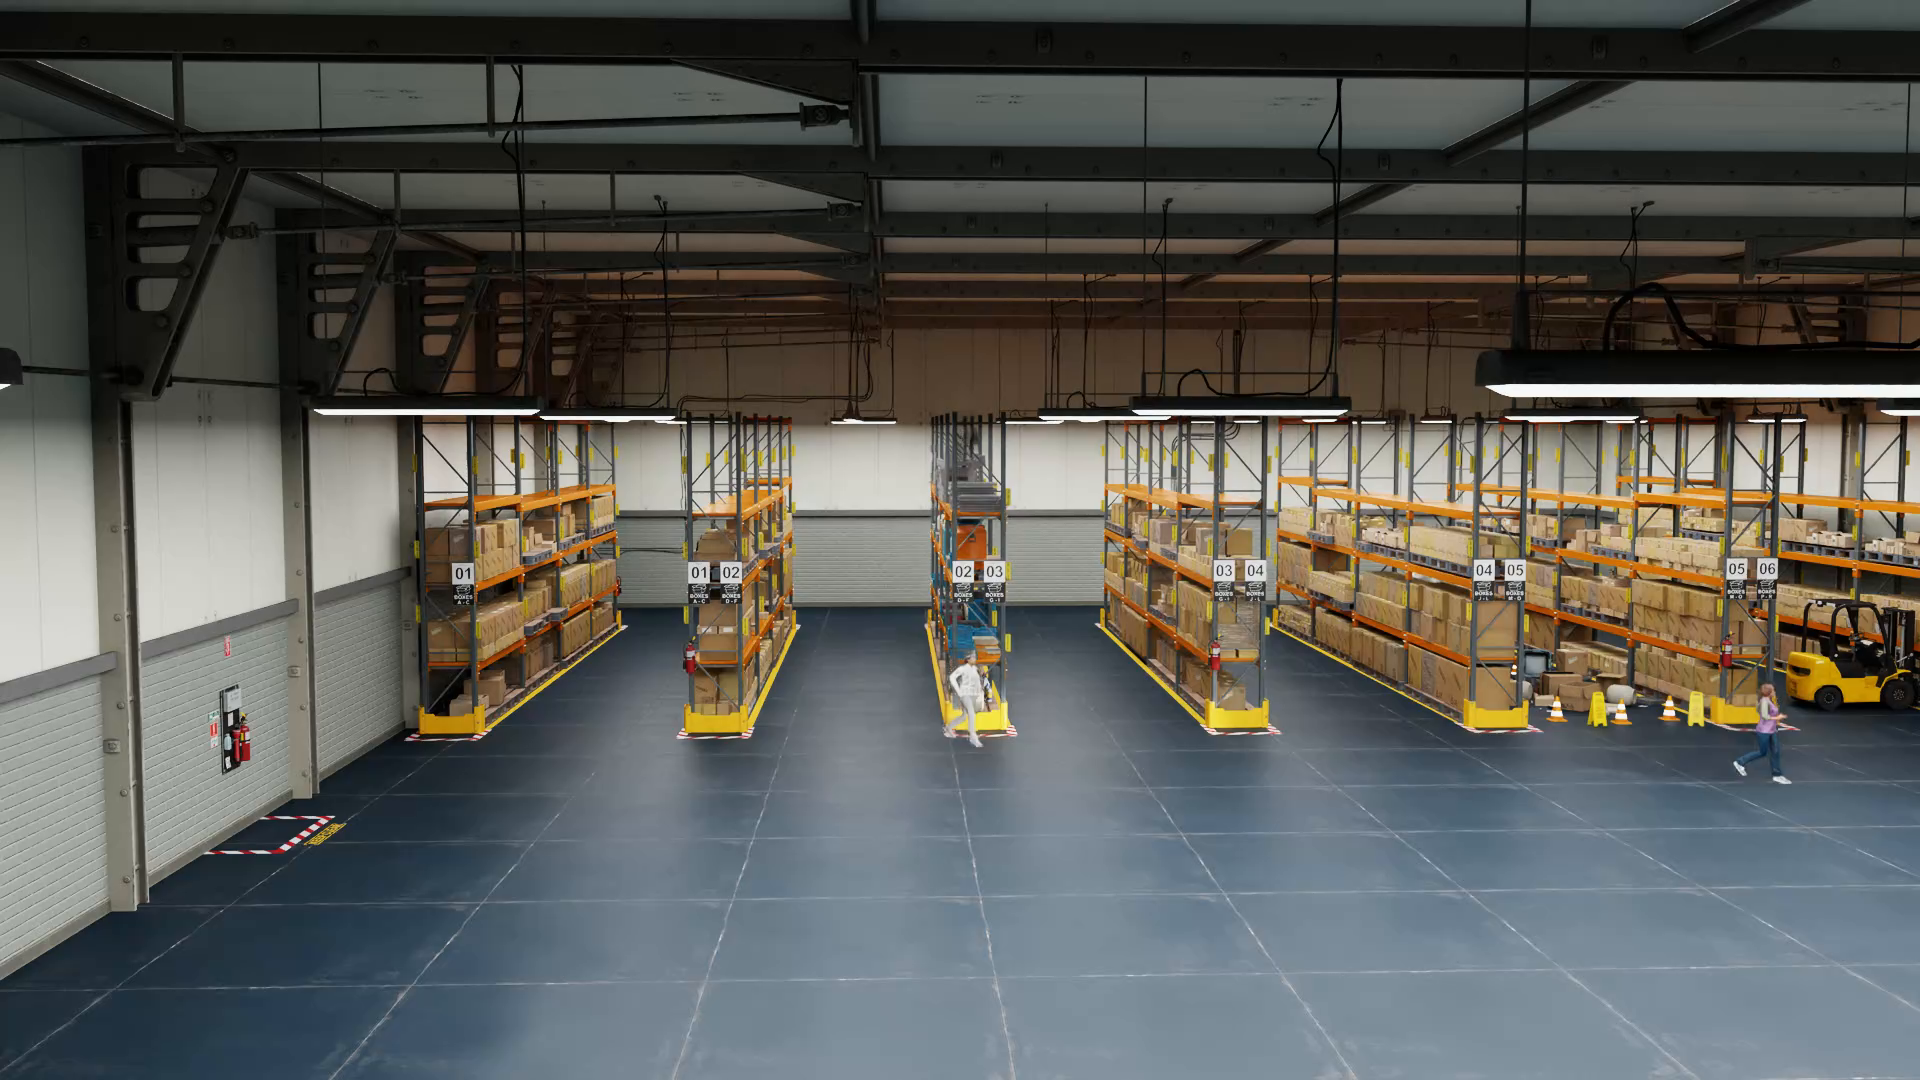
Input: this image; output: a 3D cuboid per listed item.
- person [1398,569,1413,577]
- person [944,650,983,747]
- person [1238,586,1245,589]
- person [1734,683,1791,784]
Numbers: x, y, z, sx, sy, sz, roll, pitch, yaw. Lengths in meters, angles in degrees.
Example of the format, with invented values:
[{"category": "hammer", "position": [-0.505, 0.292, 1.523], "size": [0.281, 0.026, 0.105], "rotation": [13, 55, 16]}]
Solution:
[{"category": "person", "position": [13.110, 1.516, 49.236], "size": [0.660, 1.719, 0.737], "rotation": [0, 4, 2]}, {"category": "person", "position": [0.134, 2.850, 30.145], "size": [0.883, 1.711, 0.648], "rotation": [3, 5, 35]}, {"category": "person", "position": [7.851, 1.681, 46.556], "size": [0.703, 1.733, 0.699], "rotation": [1, 4, 17]}, {"category": "person", "position": [12.913, 3.088, 26.704], "size": [0.852, 1.587, 0.568], "rotation": [3, 5, 37]}]
